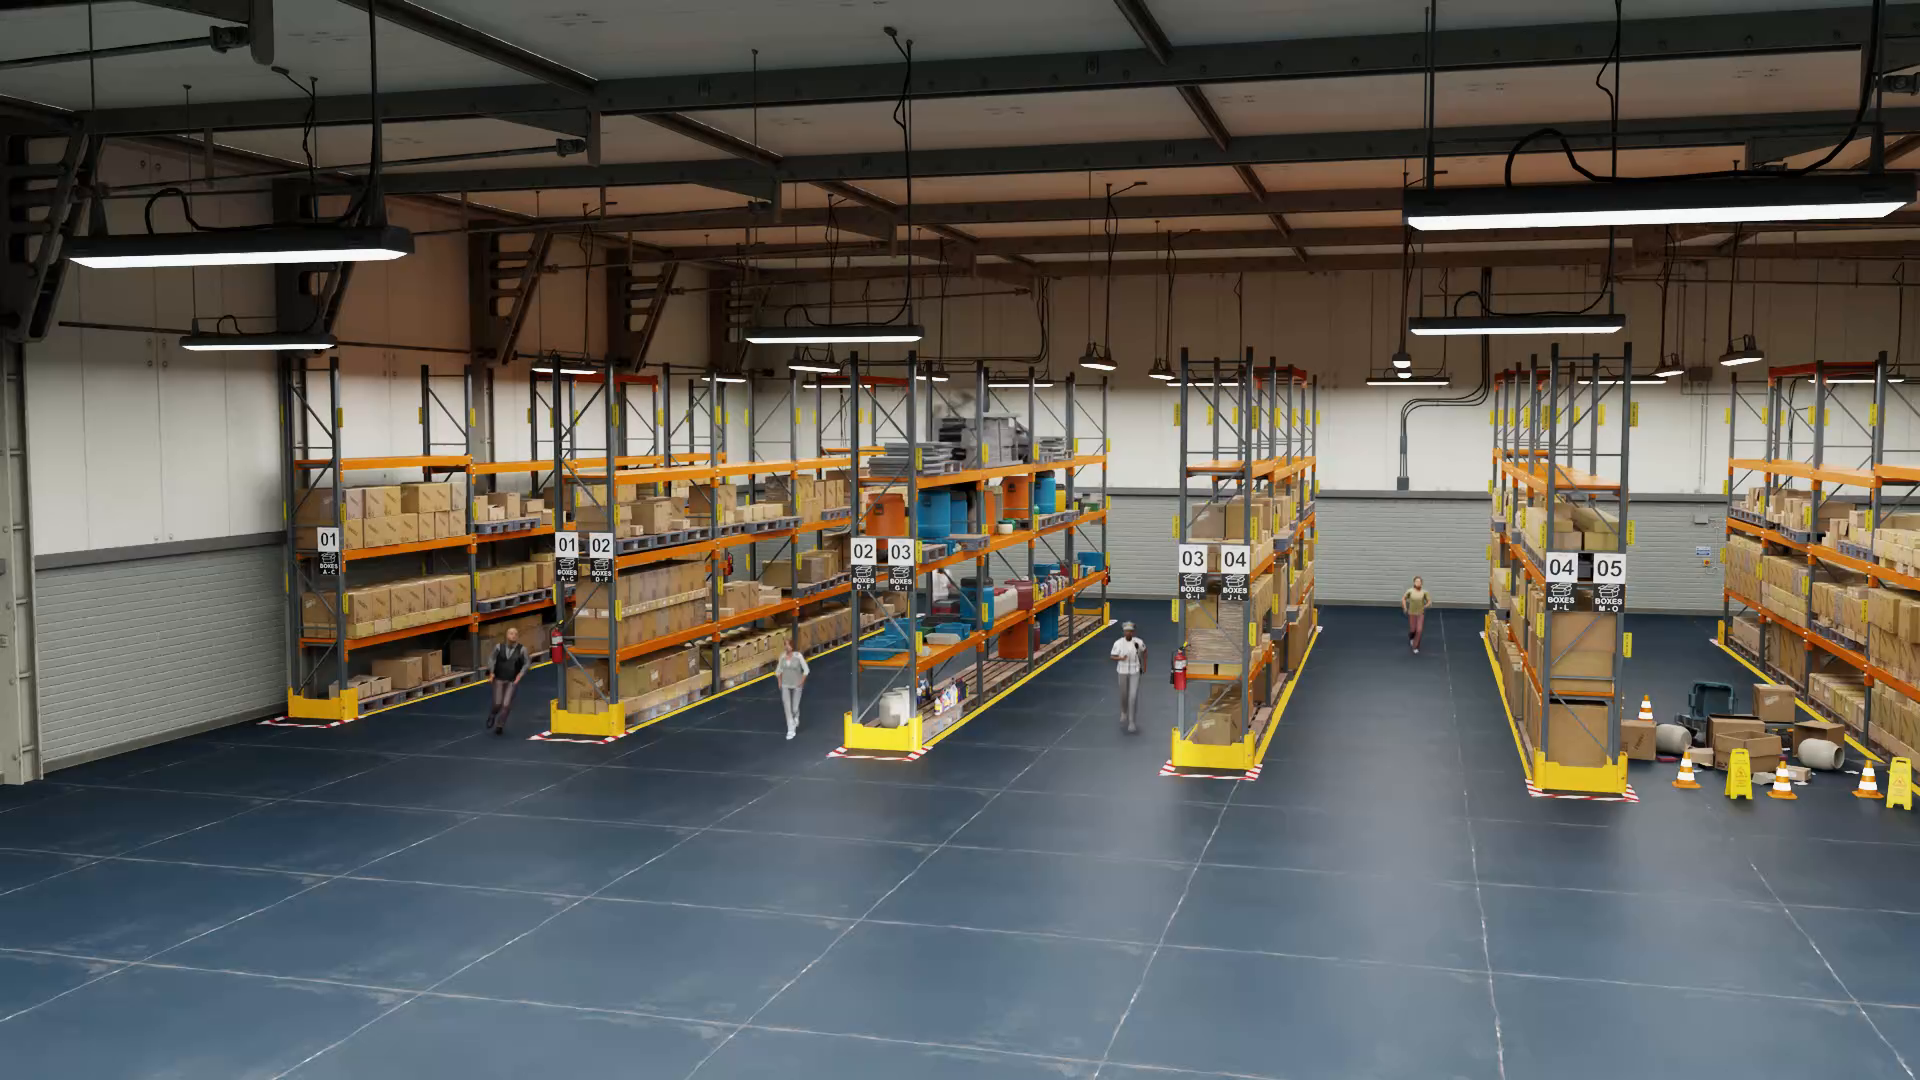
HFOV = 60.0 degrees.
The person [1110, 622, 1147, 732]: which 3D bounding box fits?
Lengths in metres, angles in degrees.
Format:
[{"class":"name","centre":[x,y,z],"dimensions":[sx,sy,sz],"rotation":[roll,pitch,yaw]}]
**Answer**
[{"class":"person","centre":[2.723,2.168,26.855],"dimensions":[0.595,1.724,0.870],"rotation":[0,4,6]}]

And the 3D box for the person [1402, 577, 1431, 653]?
[{"class":"person","centre":[9.751,1.596,35.510],"dimensions":[0.597,1.630,0.560],"rotation":[1,4,11]}]

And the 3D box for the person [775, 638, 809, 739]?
[{"class":"person","centre":[-2.639,2.315,26.133],"dimensions":[0.536,1.568,0.506],"rotation":[1,4,8]}]

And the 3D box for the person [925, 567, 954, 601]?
[{"class":"person","centre":[-0.471,1.305,38.321],"dimensions":[0.658,1.805,0.821],"rotation":[0,4,0]}]

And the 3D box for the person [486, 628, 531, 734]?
[{"class":"person","centre":[-7.185,2.232,26.435],"dimensions":[0.715,1.666,0.547],"rotation":[-1,4,-16]}]
